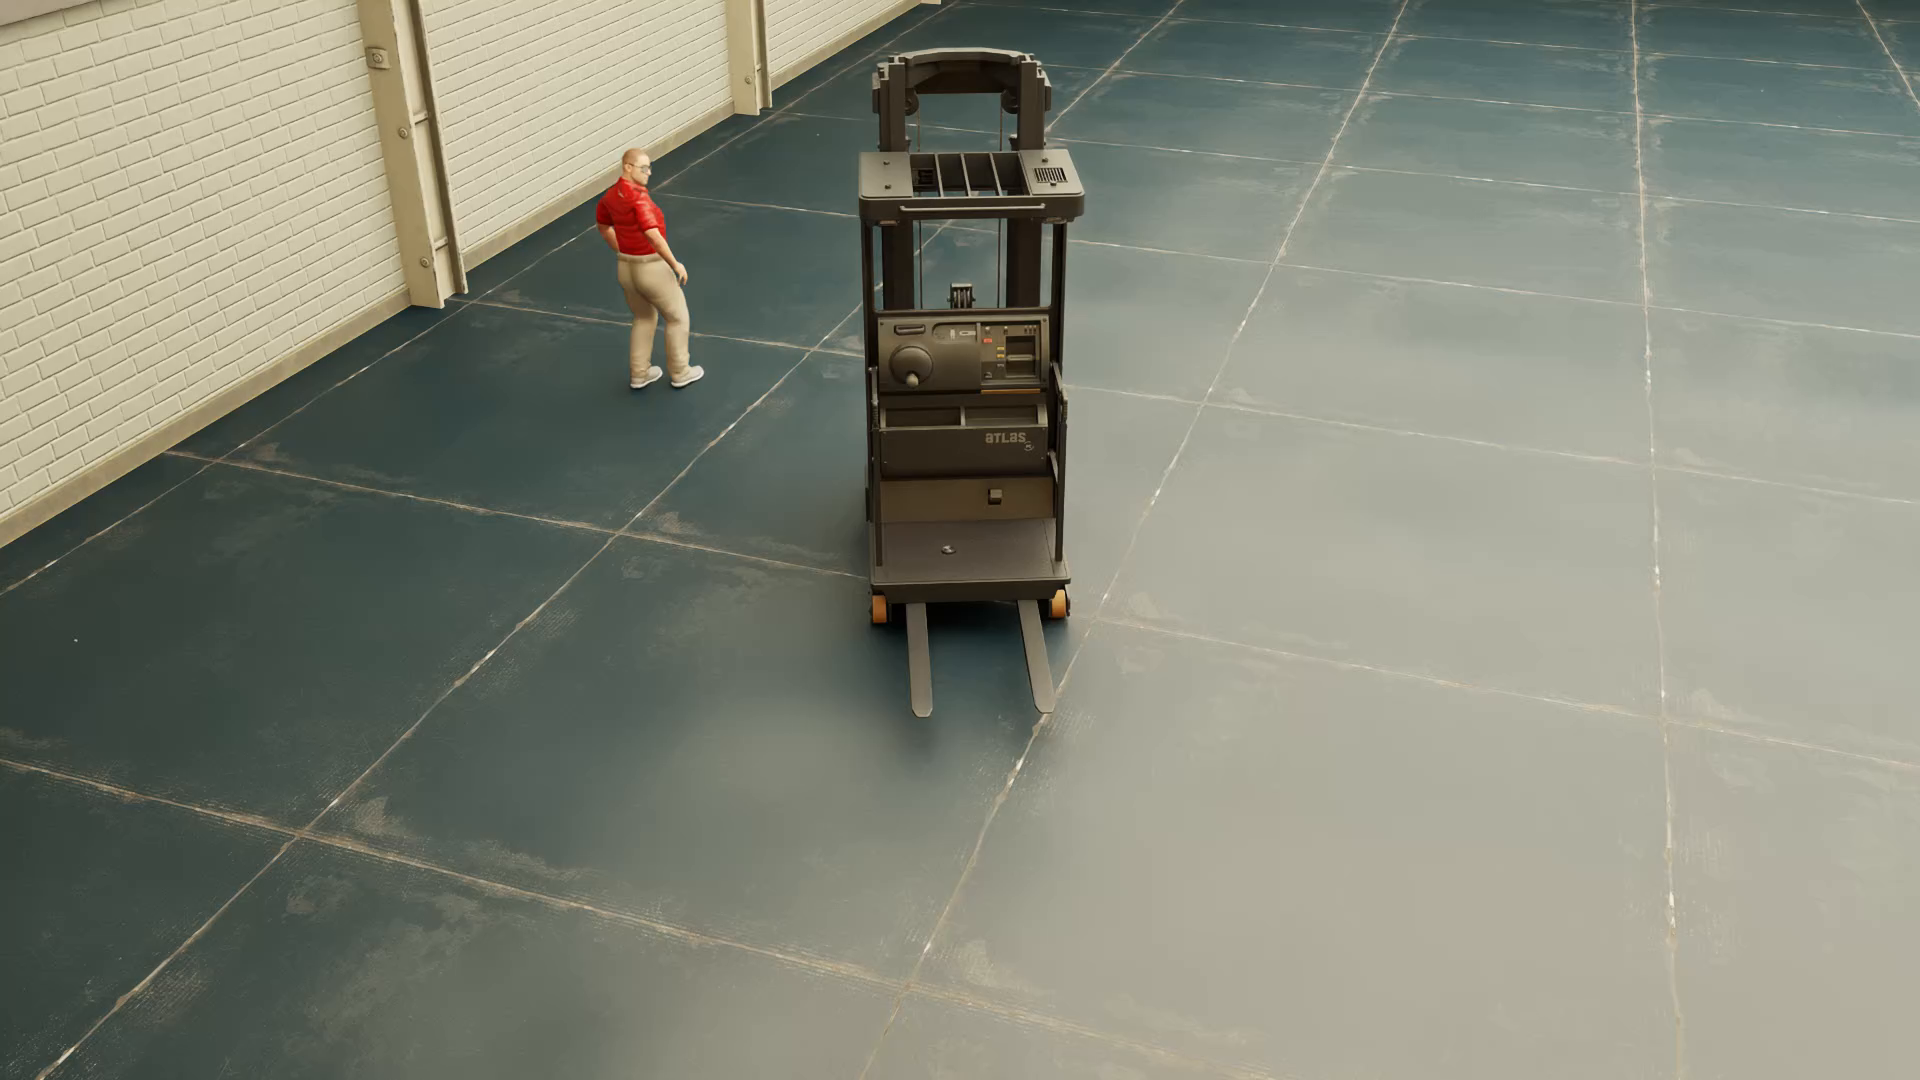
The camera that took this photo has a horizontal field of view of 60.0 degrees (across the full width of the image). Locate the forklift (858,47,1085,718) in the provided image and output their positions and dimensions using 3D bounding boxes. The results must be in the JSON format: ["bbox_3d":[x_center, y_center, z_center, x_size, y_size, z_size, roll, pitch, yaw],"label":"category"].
[{"bbox_3d":[0.035,-0.972,8.842,1.130,2.935,3.031,-2,30,-3],"label":"forklift"}]

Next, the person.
[{"bbox_3d":[-2.185,-1.918,11.738,0.748,1.709,0.511,20,35,31],"label":"person"}]
